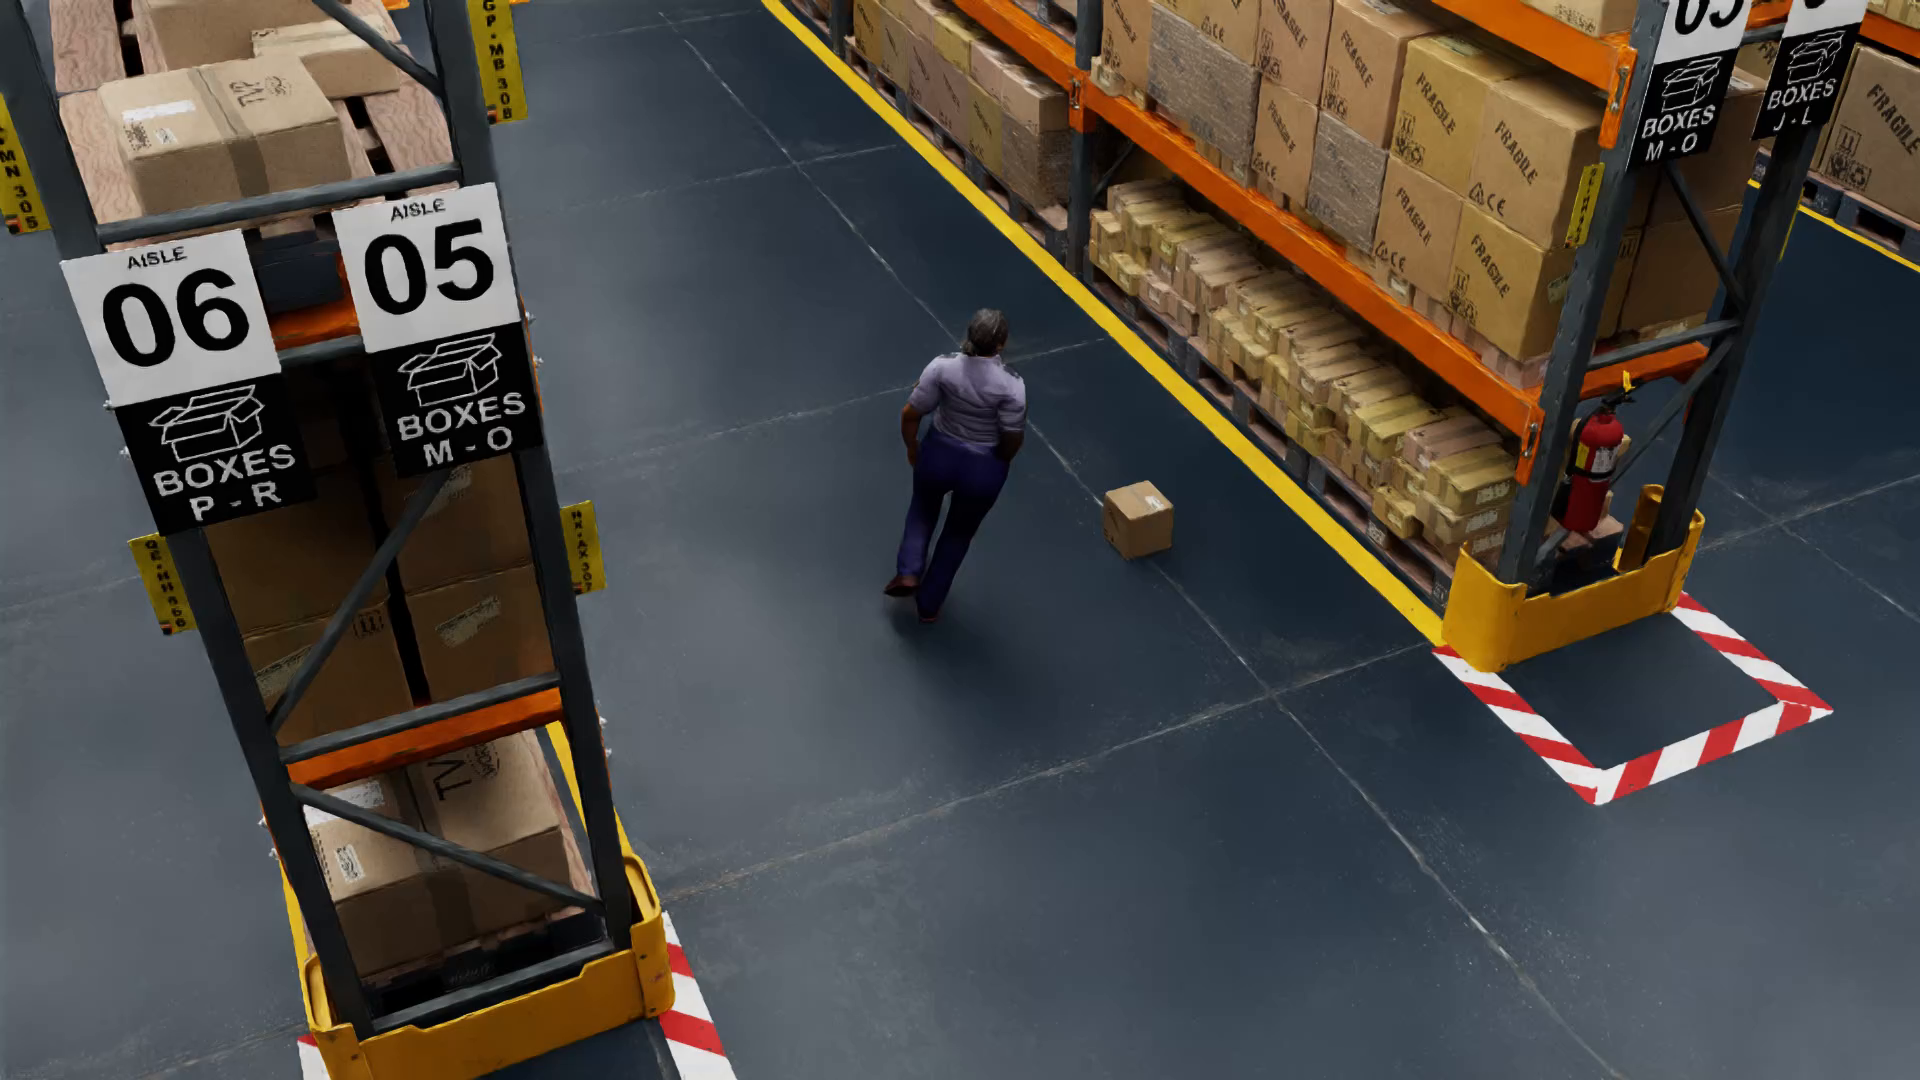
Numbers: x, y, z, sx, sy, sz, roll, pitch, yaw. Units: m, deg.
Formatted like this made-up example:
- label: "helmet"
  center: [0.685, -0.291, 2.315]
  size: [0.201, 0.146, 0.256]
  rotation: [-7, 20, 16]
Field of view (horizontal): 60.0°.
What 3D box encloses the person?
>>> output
- label: "person"
  center: [-0.012, -0.346, 7.356]
  size: [0.647, 1.587, 0.457]
  rotation: [8, 38, 10]
